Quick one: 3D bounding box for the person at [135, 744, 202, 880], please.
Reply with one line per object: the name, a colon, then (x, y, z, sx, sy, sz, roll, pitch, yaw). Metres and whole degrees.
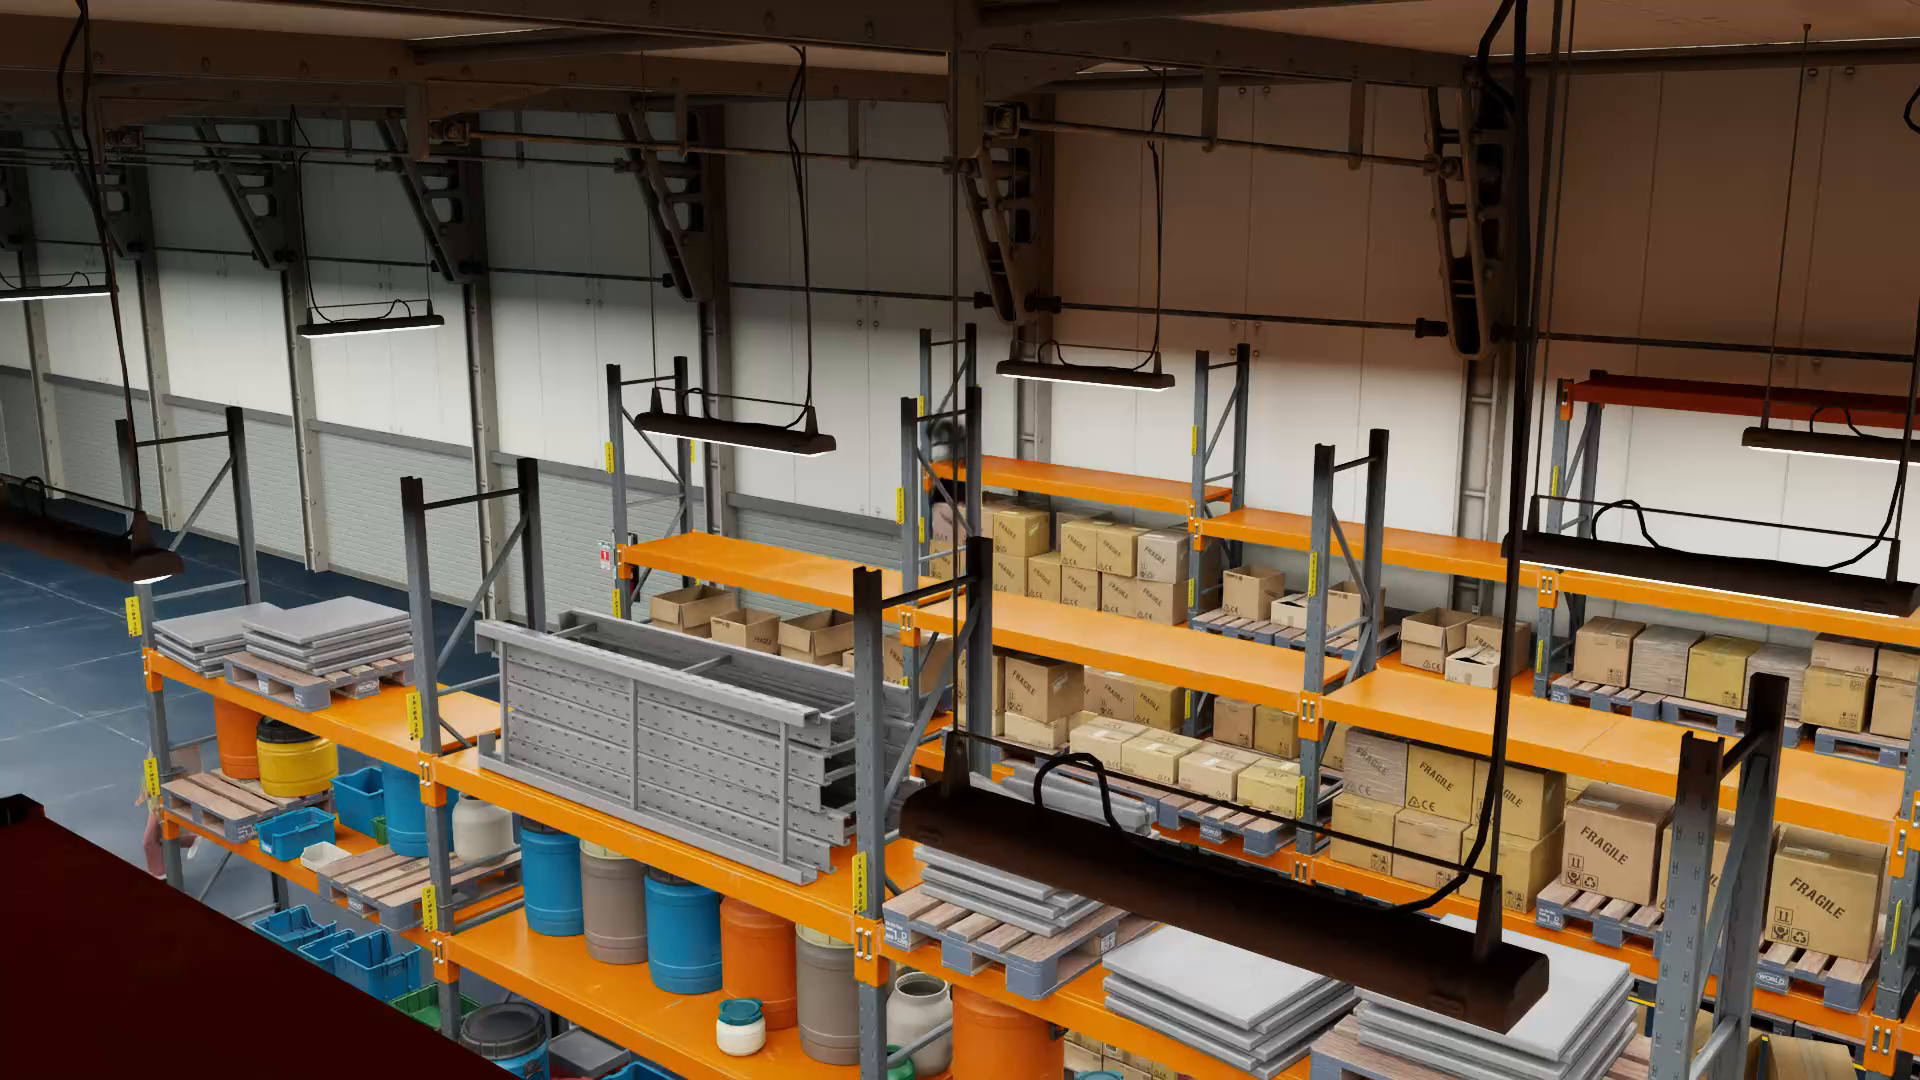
person: (-9.044, 3.080, 18.951, 0.731, 1.641, 0.579, -10, 16, -38)

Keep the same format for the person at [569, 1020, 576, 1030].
person: (-3.478, 3.959, 14.875, 0.875, 1.669, 0.624, 8, 15, 33)
